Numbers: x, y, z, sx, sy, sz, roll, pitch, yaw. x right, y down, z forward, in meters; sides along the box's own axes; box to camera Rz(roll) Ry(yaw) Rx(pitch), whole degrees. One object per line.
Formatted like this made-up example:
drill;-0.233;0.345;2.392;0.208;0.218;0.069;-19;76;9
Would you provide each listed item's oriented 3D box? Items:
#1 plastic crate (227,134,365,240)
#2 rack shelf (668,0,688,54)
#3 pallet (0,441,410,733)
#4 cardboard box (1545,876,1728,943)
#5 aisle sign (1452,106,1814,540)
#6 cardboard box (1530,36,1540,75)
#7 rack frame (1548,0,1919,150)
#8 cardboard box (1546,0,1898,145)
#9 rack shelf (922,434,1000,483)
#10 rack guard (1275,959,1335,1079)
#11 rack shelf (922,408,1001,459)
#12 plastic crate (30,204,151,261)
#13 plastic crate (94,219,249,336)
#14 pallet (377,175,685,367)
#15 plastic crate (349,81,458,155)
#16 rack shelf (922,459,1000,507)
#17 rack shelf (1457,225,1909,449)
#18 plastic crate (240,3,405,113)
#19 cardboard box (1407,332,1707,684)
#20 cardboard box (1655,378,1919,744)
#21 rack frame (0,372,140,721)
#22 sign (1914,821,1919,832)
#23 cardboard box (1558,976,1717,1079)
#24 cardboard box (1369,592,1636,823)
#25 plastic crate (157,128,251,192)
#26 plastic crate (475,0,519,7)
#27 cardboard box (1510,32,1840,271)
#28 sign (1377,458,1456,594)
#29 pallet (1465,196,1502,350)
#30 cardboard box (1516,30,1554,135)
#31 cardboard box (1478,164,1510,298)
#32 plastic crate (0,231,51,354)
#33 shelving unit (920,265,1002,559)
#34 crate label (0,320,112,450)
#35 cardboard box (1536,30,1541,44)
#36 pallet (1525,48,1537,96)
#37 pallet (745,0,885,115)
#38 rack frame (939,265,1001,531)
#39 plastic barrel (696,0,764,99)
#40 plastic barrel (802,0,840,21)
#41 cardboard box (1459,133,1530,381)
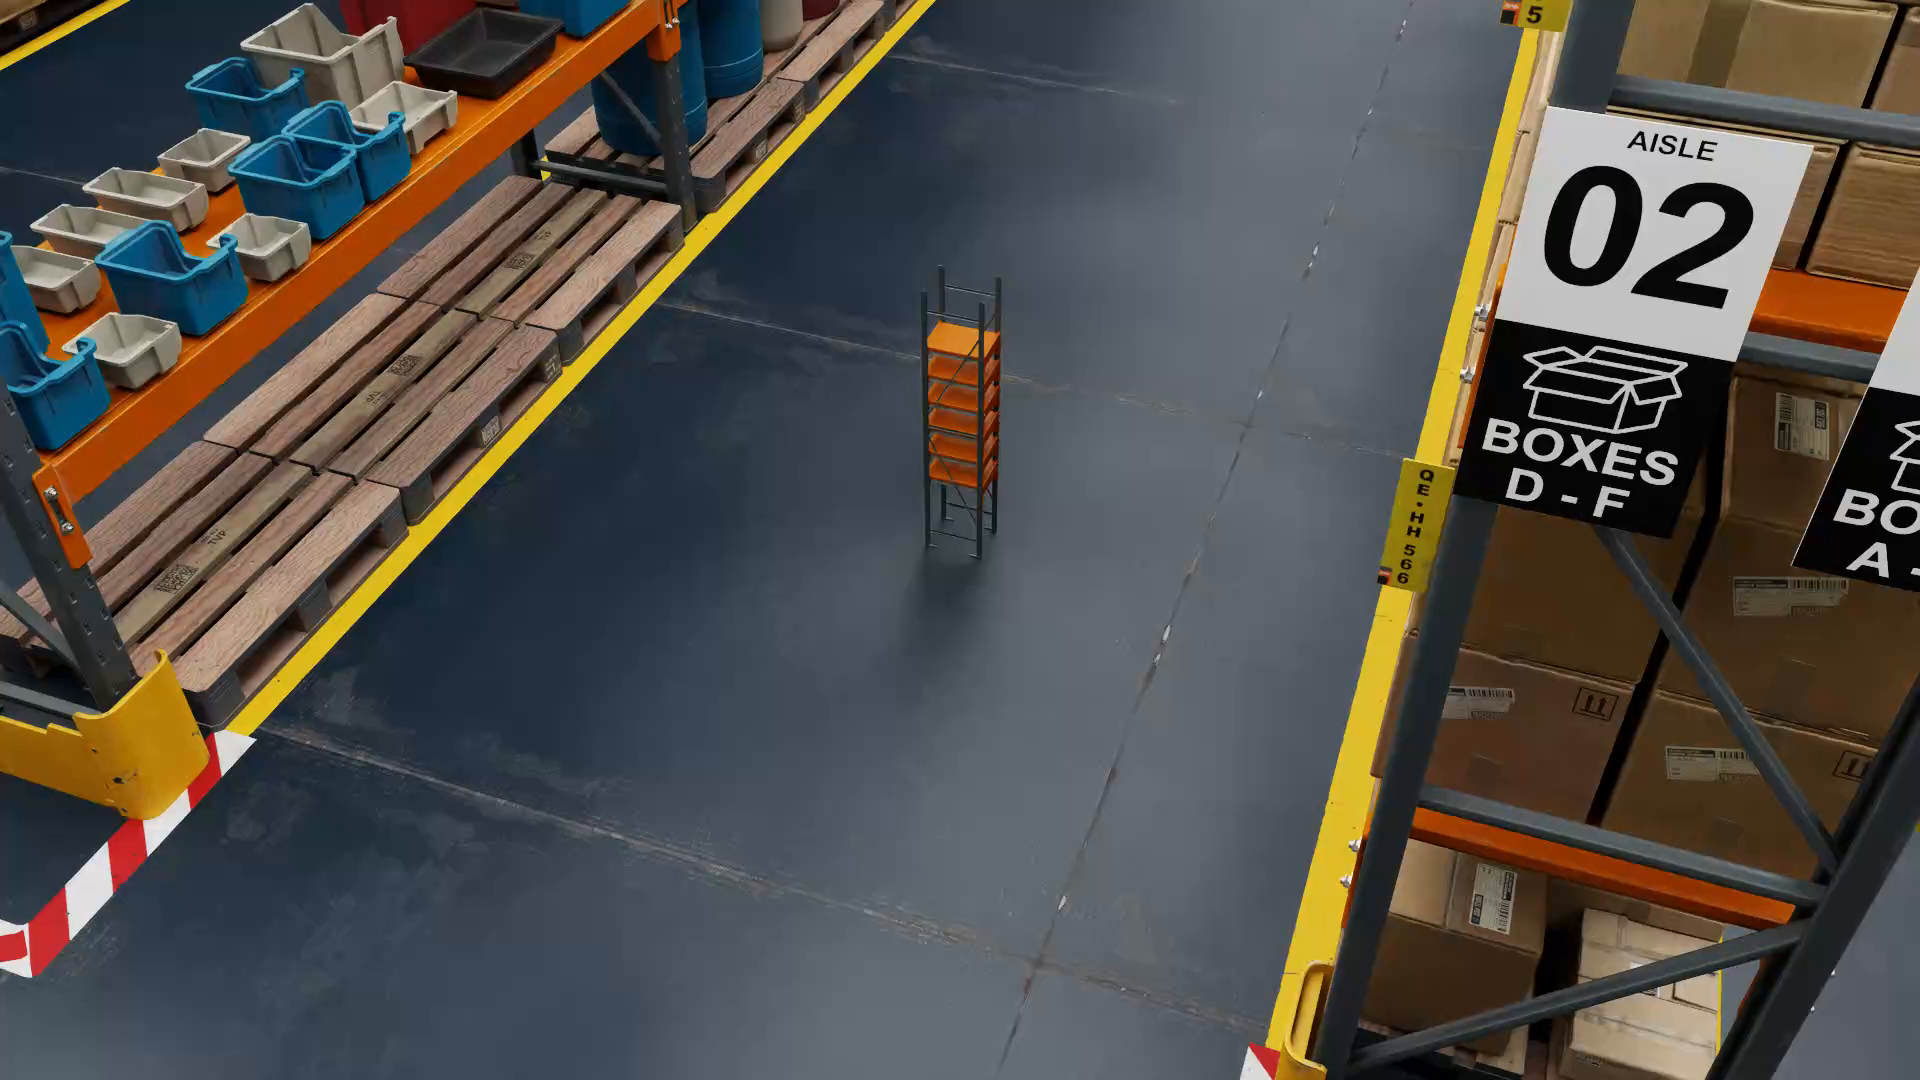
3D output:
plastic crate;-2.383;-1.269;6.009;0.416;0.233;0.300;13;42;15
rack shelf;-1.176;-3.815;9.465;1.077;0.370;4.000;13;42;15
pallet;-2.909;0.137;6.427;1.003;0.211;1.213;13;42;15
cardboard box;2.050;0.977;5.073;0.500;0.250;0.500;13;42;15
aisle sign;1.115;-0.343;2.838;0.394;0.787;0.004;13;42;15
cardboard box;3.388;-2.584;9.055;0.500;0.500;0.500;13;42;15
rack frame;1.426;-1.610;1.704;1.000;3.000;0.127;13;42;15
cardboard box;1.362;-0.972;2.998;0.500;0.250;0.500;13;42;15
rack shelf;0.005;-0.340;6.478;0.258;0.103;0.180;13;42;15
rack guard;1.452;1.577;4.517;1.175;0.500;0.348;13;42;15
rack shelf;0.005;-0.431;6.400;0.258;0.103;0.180;13;42;15
plastic crate;-3.006;-1.063;5.842;0.396;0.136;0.243;13;42;15
plastic crate;-2.608;-0.868;5.539;0.416;0.233;0.300;13;42;15
pallet;-2.074;-1.351;8.171;1.003;0.211;1.213;13;42;15
plastic crate;-2.172;-1.663;6.545;0.293;0.136;0.466;13;42;15
rack shelf;0.005;-0.249;6.556;0.258;0.103;0.180;13;42;15
rack shelf;2.110;-1.415;4.341;1.077;0.370;4.000;13;42;15
plastic crate;-2.555;-1.957;6.777;0.437;0.282;0.530;13;42;15
cardboard box;1.320;-0.079;3.684;0.500;0.500;0.500;13;42;15
cardboard box;1.826;0.041;3.543;0.500;0.500;0.500;15;43;16
rack frame;-3.227;-0.430;4.942;1.000;3.000;0.127;13;42;15
sign;1.936;0.463;3.229;0.100;0.325;0.005;13;42;15
cardboard box;1.892;1.410;4.644;0.380;0.149;0.250;13;42;15
cardboard box;1.324;0.300;4.010;0.500;0.500;0.500;15;43;16
plastic crate;-2.850;-1.423;6.264;0.298;0.136;0.250;13;42;15
plastic crate;-2.153;-2.540;7.573;0.396;0.136;0.243;13;42;15
cardboard box;1.354;-0.784;3.162;0.500;0.250;0.500;13;42;15
sign;0.911;-0.024;3.332;0.100;0.325;0.005;13;42;15
pallet;3.037;-1.211;8.007;1.003;0.211;1.213;13;42;15
cardboard box;2.016;-1.333;5.154;0.500;0.500;0.500;12;42;14
cardboard box;2.693;-1.349;7.607;0.500;0.500;0.500;13;42;15
plastic crate;-3.288;-0.712;5.199;0.616;0.435;0.499;13;42;15
shelving unit;0.005;-0.465;6.371;0.258;1.200;0.189;13;42;15
crate label;-2.834;-0.466;5.068;0.416;0.233;0.303;13;42;15
cardboard box;3.738;-3.210;9.788;0.500;0.500;0.500;15;43;17
pallet;3.871;-2.700;9.752;1.003;0.211;1.213;13;42;15
pallet;-1.141;-3.016;10.123;1.003;0.211;1.213;13;42;15
rack frame;0.036;-0.521;6.436;0.240;1.200;0.006;13;42;15
plastic barrel;-1.415;-2.991;9.237;0.600;0.901;0.708;13;42;15
plastic barrel;-1.029;-3.560;10.146;0.600;0.588;0.708;13;42;15
cardboard box;1.665;-0.704;4.417;0.500;0.500;0.500;14;43;16
